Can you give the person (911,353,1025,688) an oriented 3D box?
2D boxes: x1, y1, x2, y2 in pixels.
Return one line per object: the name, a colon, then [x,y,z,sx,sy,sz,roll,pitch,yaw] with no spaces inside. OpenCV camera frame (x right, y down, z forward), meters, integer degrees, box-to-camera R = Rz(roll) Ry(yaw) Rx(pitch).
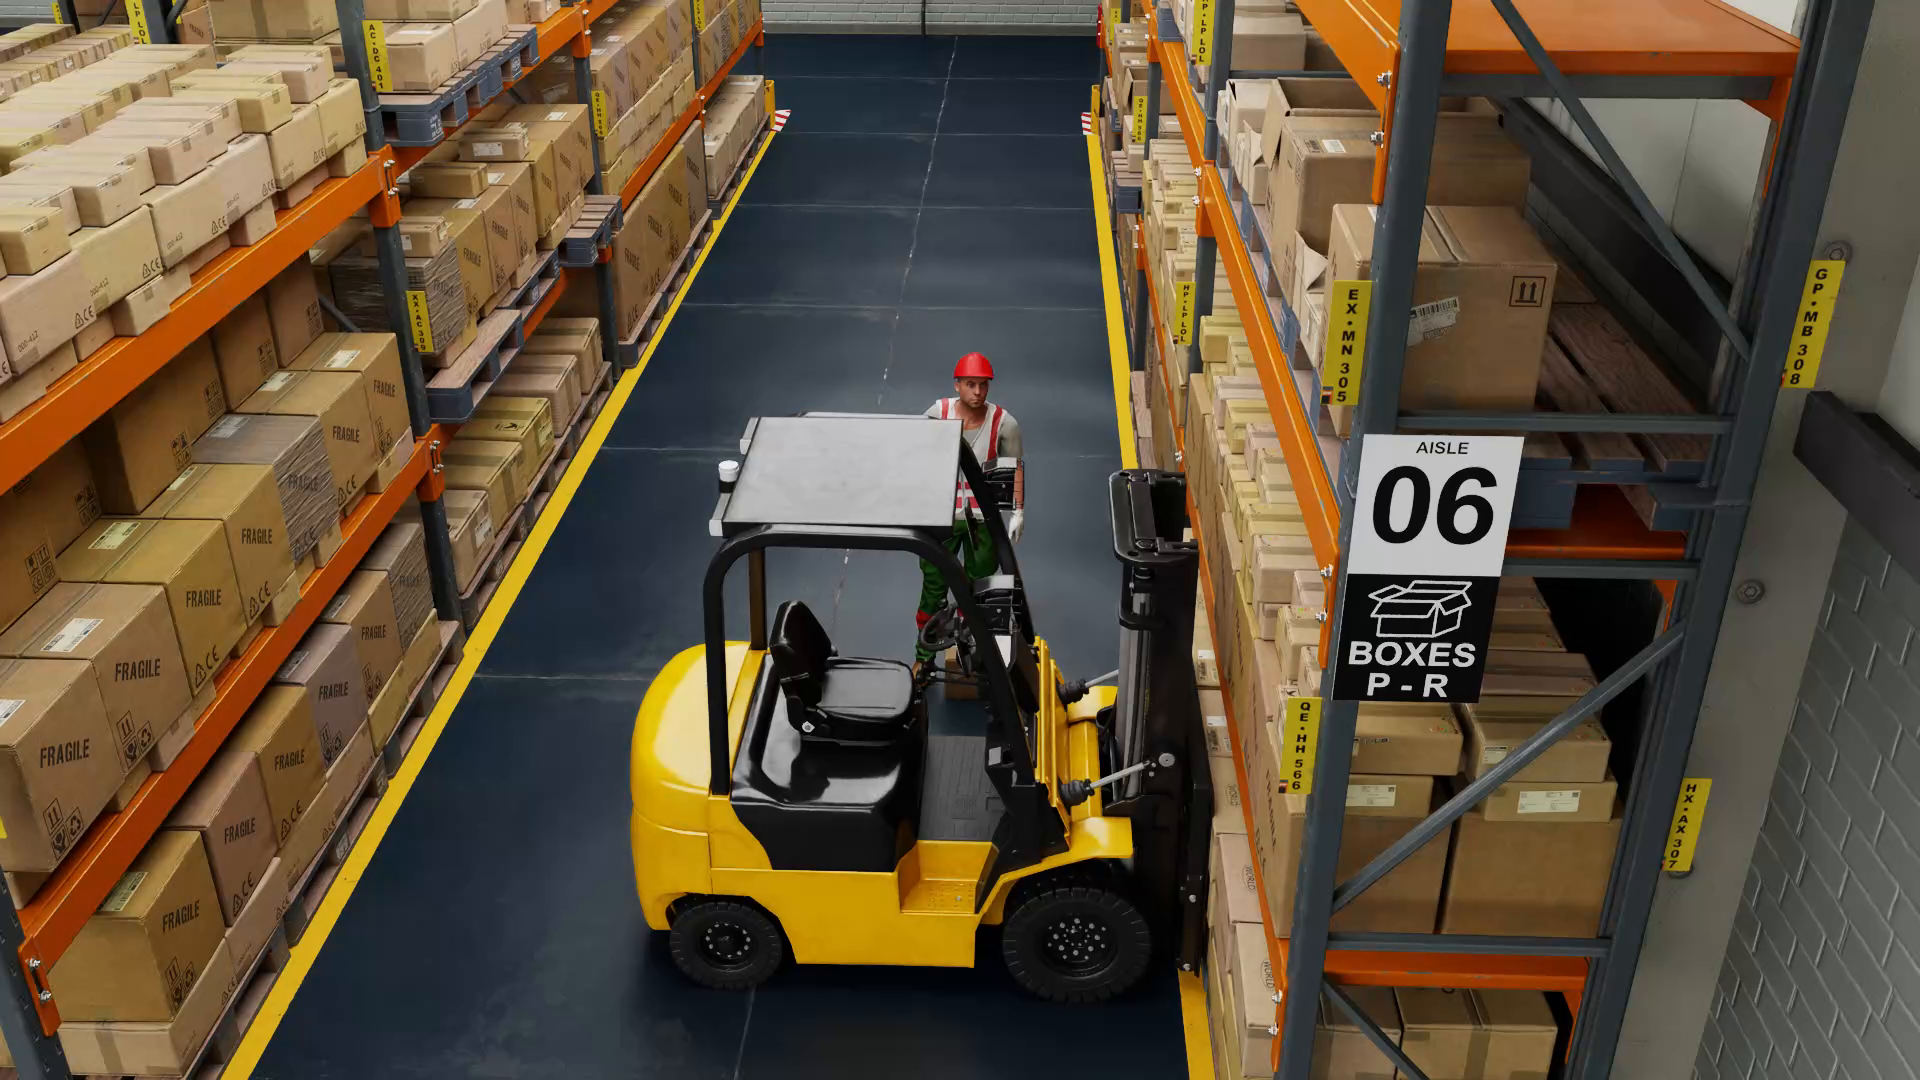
person: [0.020,-0.095,8.755,0.638,1.789,0.562,1,28,2]
